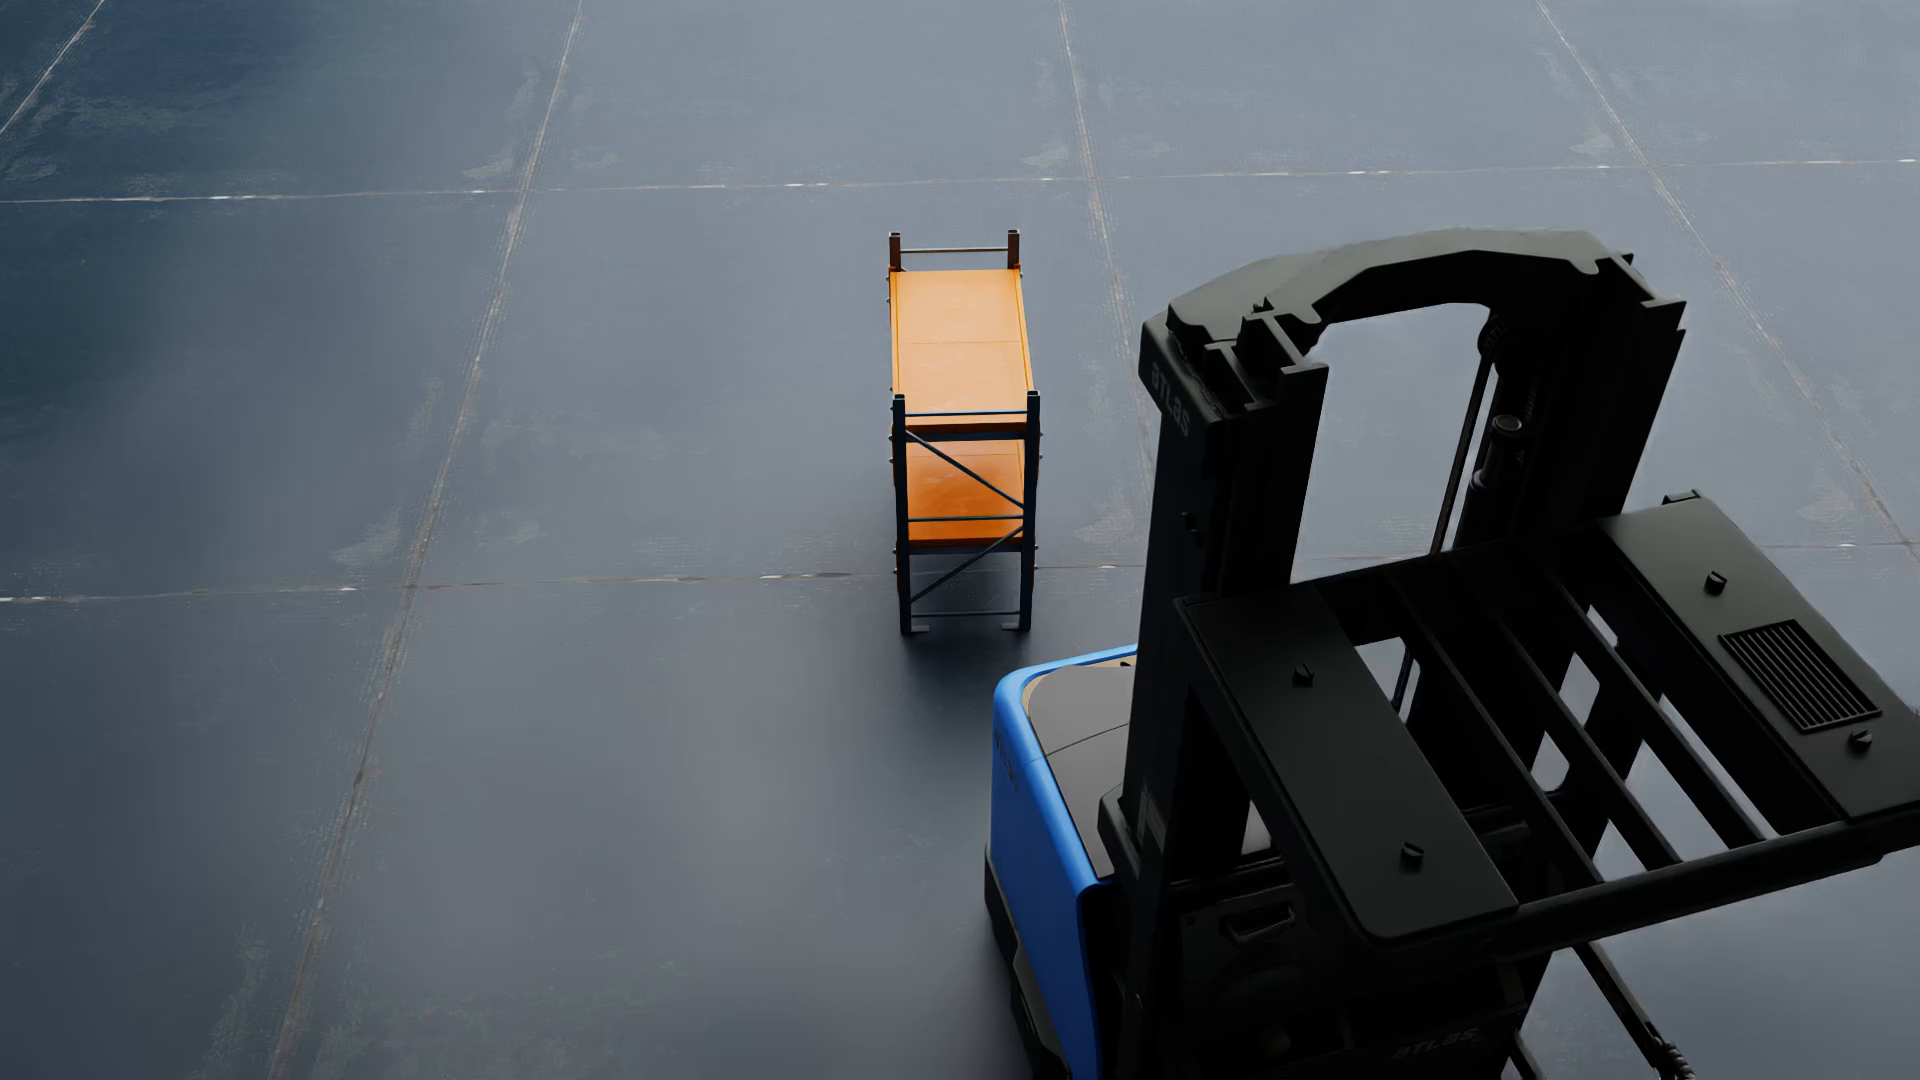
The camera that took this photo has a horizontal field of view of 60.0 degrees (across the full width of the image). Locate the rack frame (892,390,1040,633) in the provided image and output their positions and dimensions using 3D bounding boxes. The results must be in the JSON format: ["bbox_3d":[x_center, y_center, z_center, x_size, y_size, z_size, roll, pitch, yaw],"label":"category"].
[{"bbox_3d":[0.021,-0.076,6.000,0.500,1.125,0.032,-2,43,-2],"label":"rack frame"}]

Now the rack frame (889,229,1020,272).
[{"bbox_3d":[-0.022,-0.762,6.749,0.500,1.125,0.032,-2,43,-2],"label":"rack frame"}]

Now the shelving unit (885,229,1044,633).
[{"bbox_3d":[0.000,-0.419,6.375,0.538,1.125,1.048,-2,43,-2],"label":"shelving unit"}]

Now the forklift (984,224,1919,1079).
[{"bbox_3d":[0.982,0.958,3.536,1.130,2.935,3.031,-11,44,-12],"label":"forklift"}]

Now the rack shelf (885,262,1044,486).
[{"bbox_3d":[0.000,-0.635,6.177,0.538,0.278,1.000,-2,43,-2],"label":"rack shelf"}]

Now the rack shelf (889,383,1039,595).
[{"bbox_3d":[0.000,-0.239,6.540,0.538,0.278,1.000,-2,43,-2],"label":"rack shelf"}]
